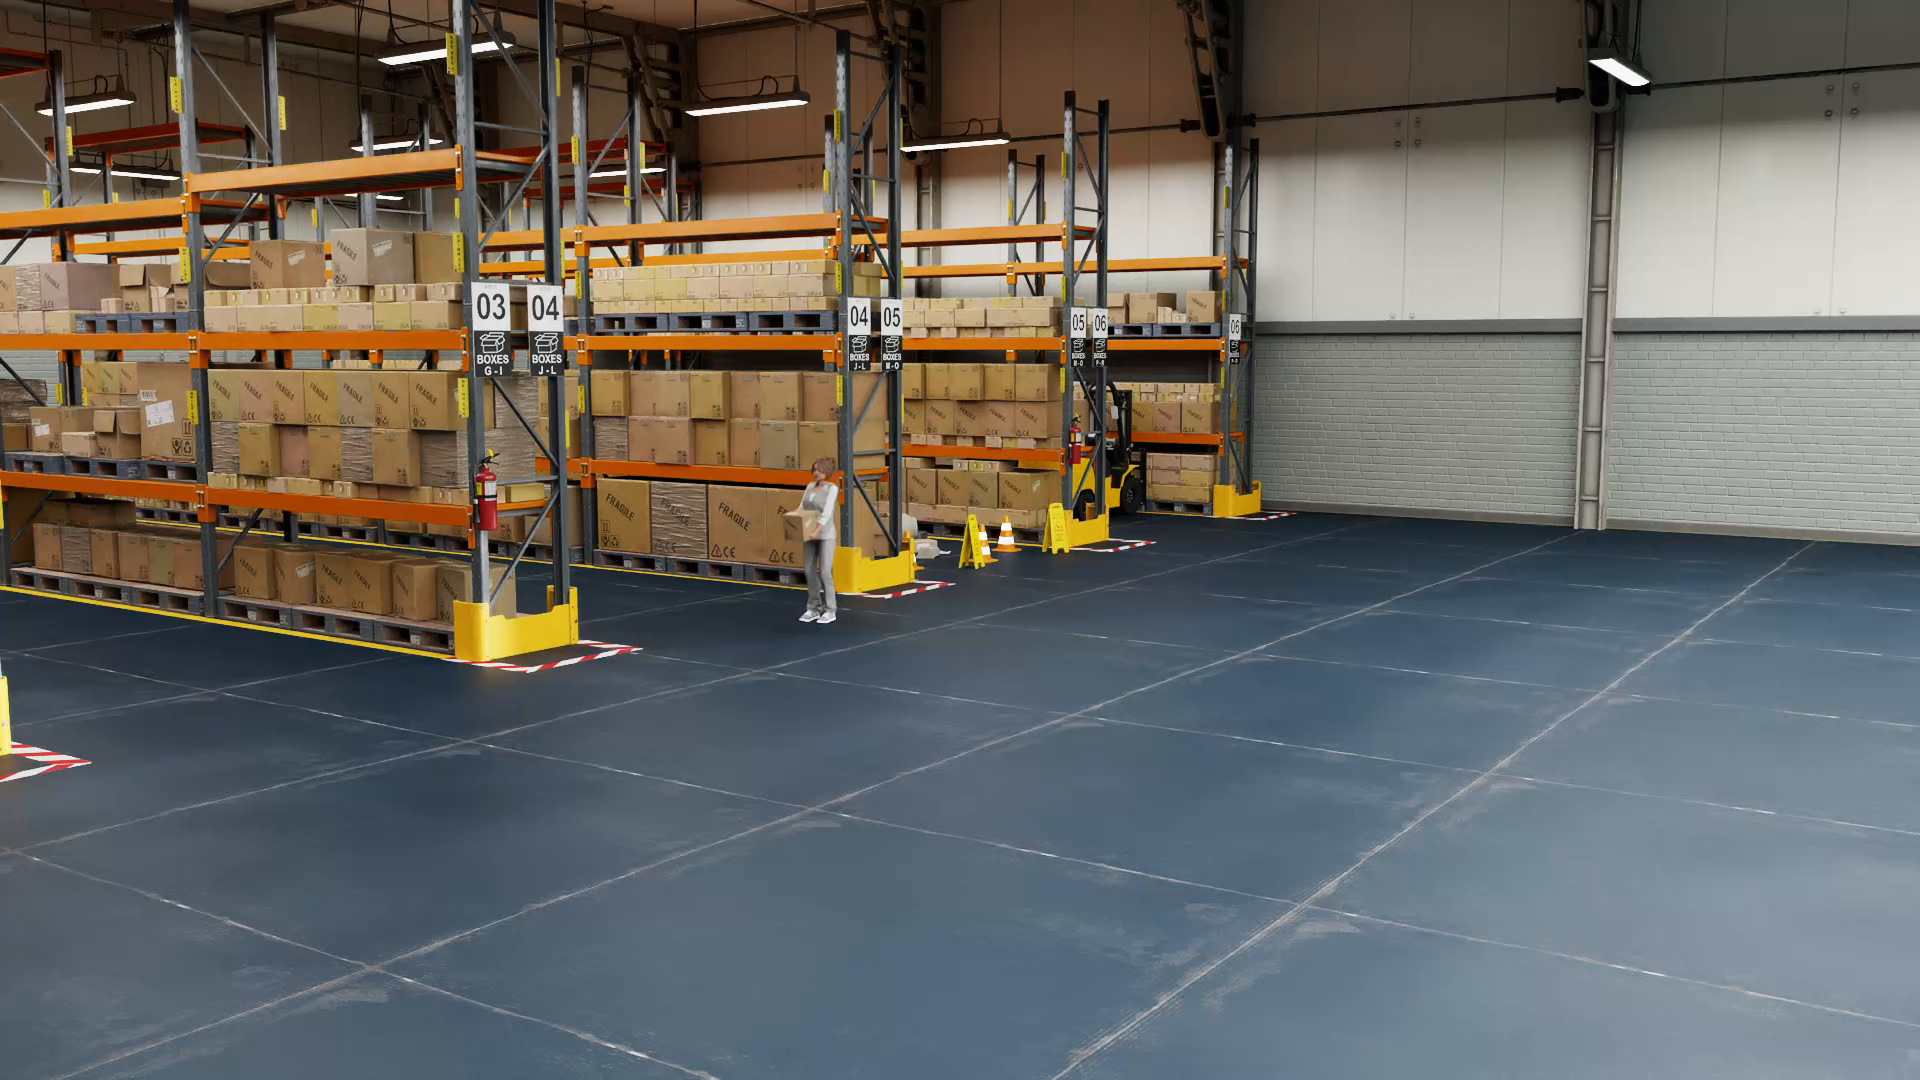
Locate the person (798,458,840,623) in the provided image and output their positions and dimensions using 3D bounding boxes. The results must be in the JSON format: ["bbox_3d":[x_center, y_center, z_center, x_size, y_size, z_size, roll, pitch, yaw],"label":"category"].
[{"bbox_3d":[-1.420,0.025,16.115,0.401,1.570,0.495,4,8,34],"label":"person"}]
